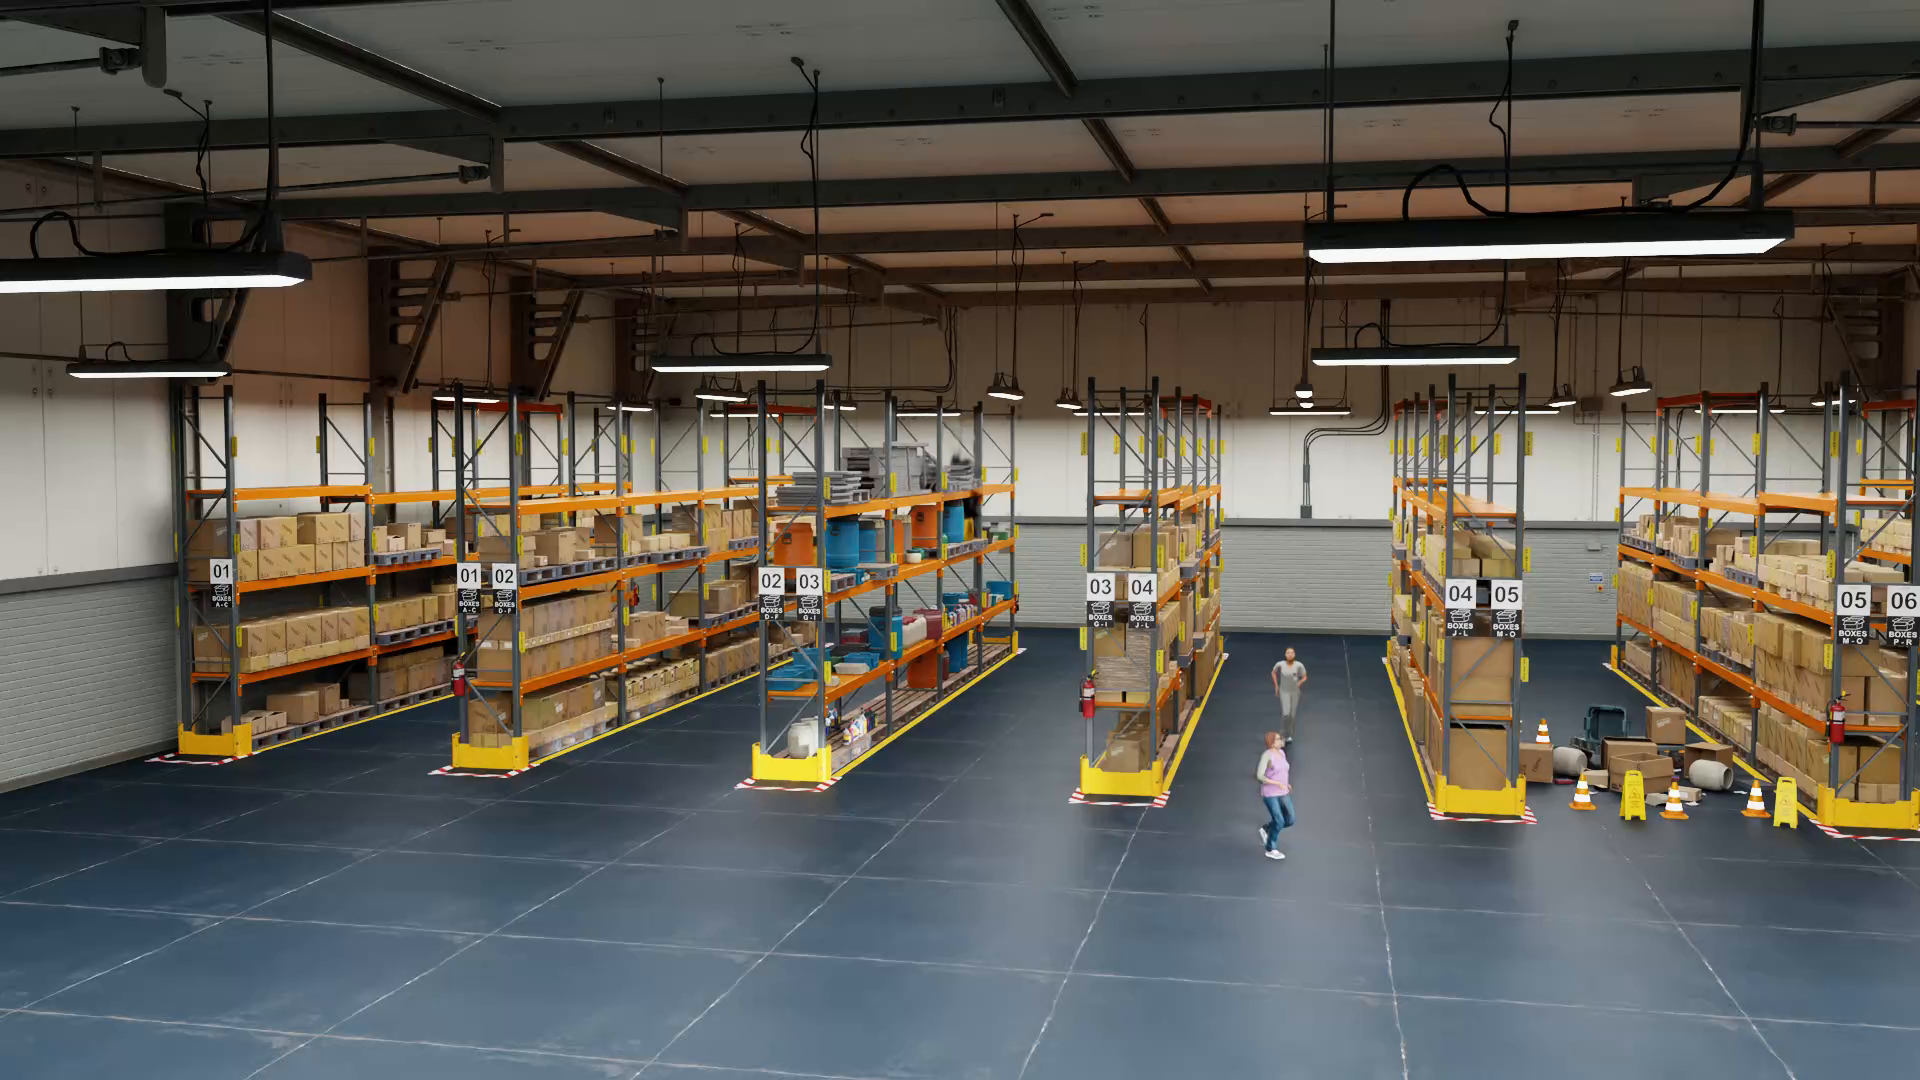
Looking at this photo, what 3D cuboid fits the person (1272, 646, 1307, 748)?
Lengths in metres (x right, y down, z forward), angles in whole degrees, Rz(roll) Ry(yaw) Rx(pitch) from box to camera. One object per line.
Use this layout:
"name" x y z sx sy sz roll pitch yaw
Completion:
"person" 5.516 2.619 27.793 0.561 1.690 0.726 0 3 2

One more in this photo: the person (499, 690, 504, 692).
"person" -8.128 2.472 30.192 0.671 1.744 0.700 1 3 20

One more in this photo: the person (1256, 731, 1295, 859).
"person" 3.835 3.092 20.209 0.531 1.552 0.555 -3 4 -40
